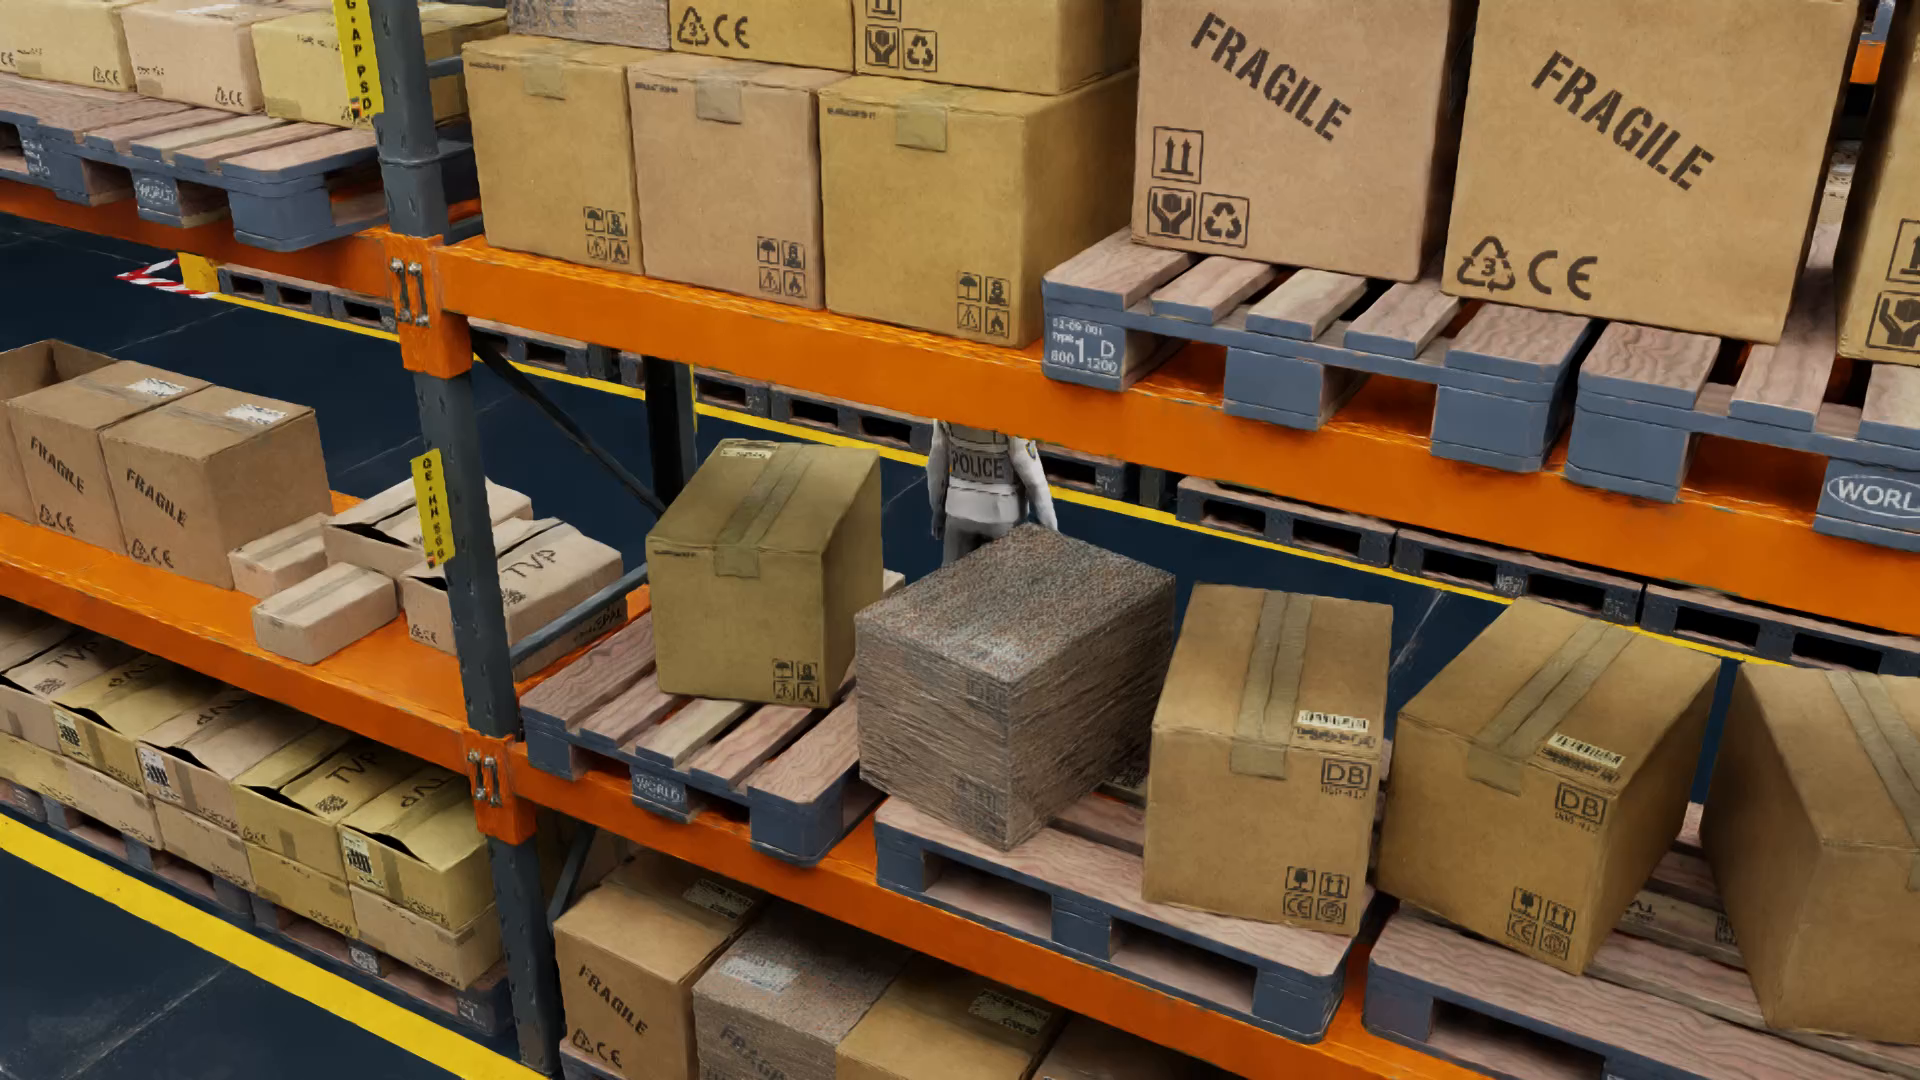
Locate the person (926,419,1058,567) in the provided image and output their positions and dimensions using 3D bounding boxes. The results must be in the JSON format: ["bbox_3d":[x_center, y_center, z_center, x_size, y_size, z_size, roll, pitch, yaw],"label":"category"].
[{"bbox_3d":[0.145,-0.087,7.255,0.678,1.664,0.613,10,28,19],"label":"person"}]
